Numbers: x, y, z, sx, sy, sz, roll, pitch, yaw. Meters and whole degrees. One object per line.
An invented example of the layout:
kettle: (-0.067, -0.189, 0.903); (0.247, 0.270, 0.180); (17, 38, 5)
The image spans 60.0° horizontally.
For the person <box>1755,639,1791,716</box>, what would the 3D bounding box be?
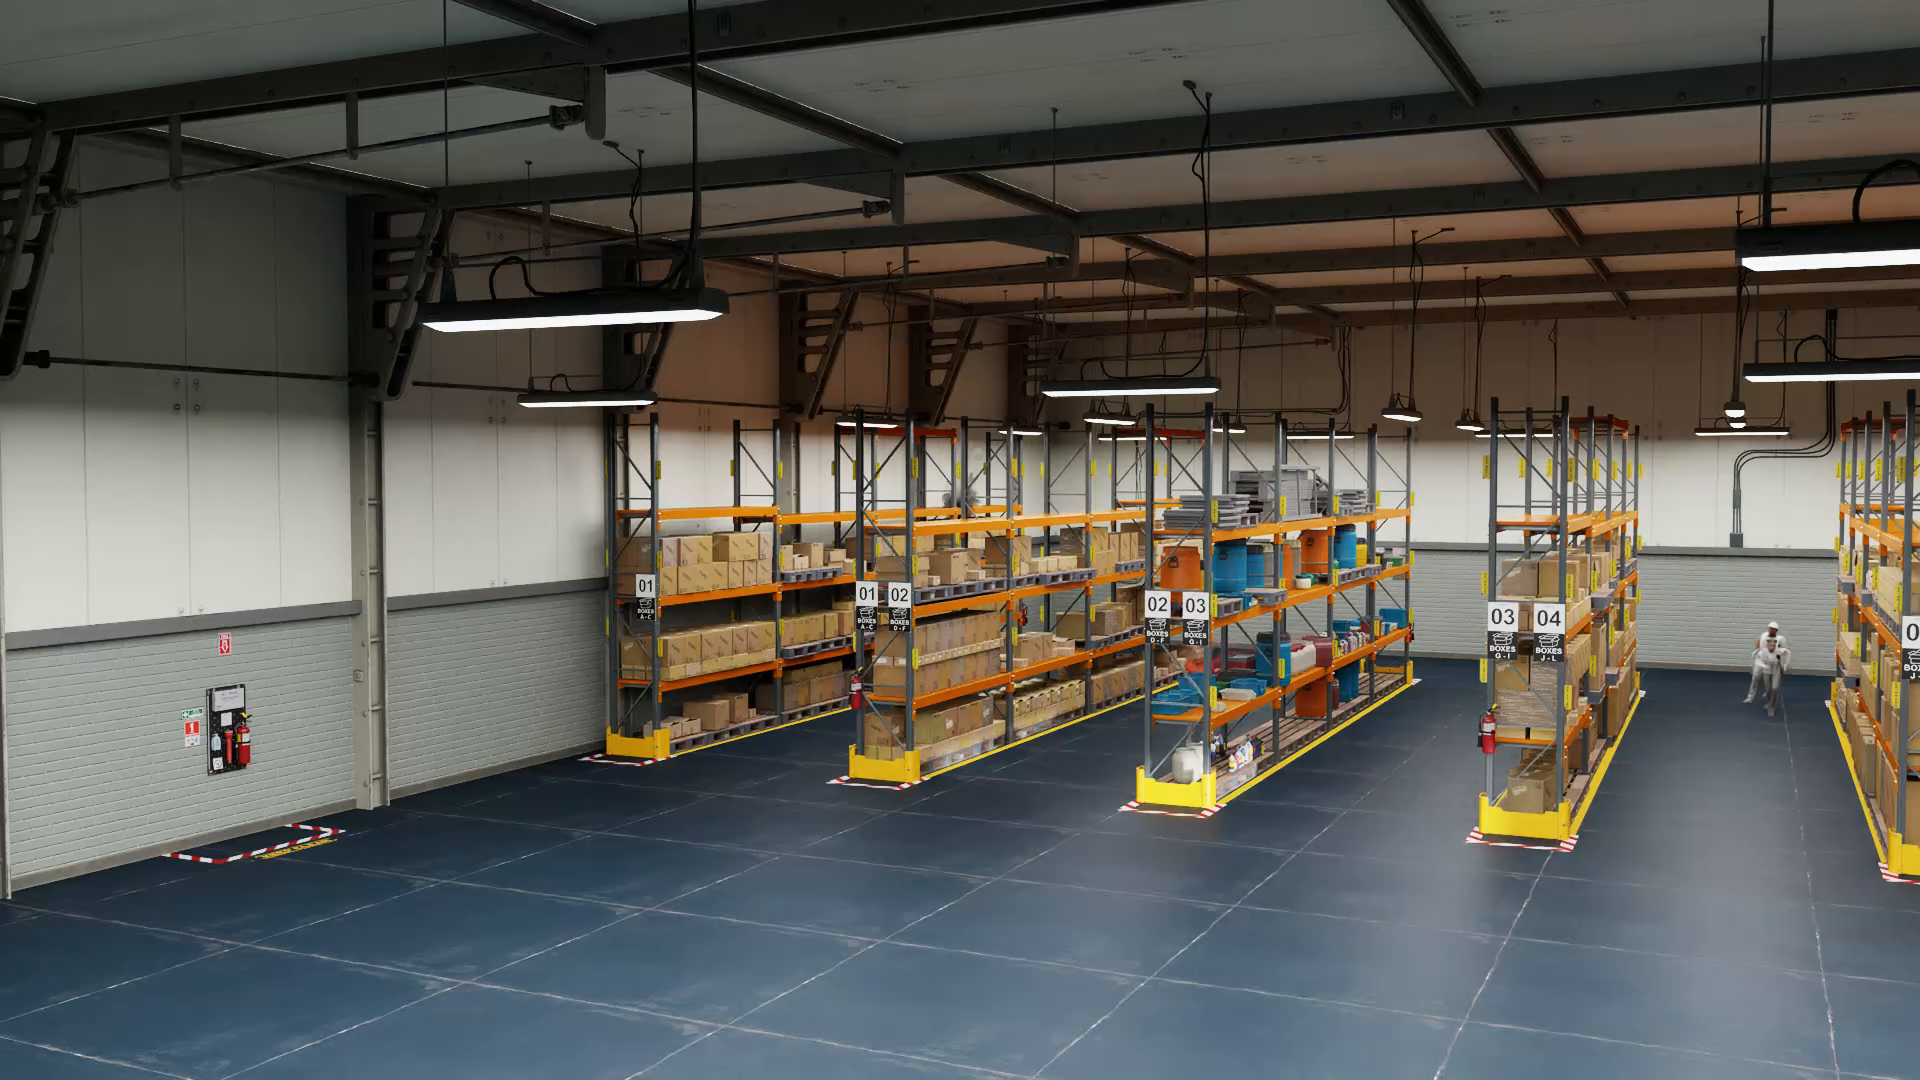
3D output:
person: (16.685, 2.802, 34.158); (0.655, 1.620, 0.951); (1, 3, 25)

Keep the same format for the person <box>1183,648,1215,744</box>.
person: (4.383, 2.850, 30.629); (0.662, 1.745, 0.952); (1, 3, 23)

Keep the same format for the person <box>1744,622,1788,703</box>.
person: (17.344, 2.614, 35.618); (0.963, 1.735, 0.730); (-2, 3, -44)
